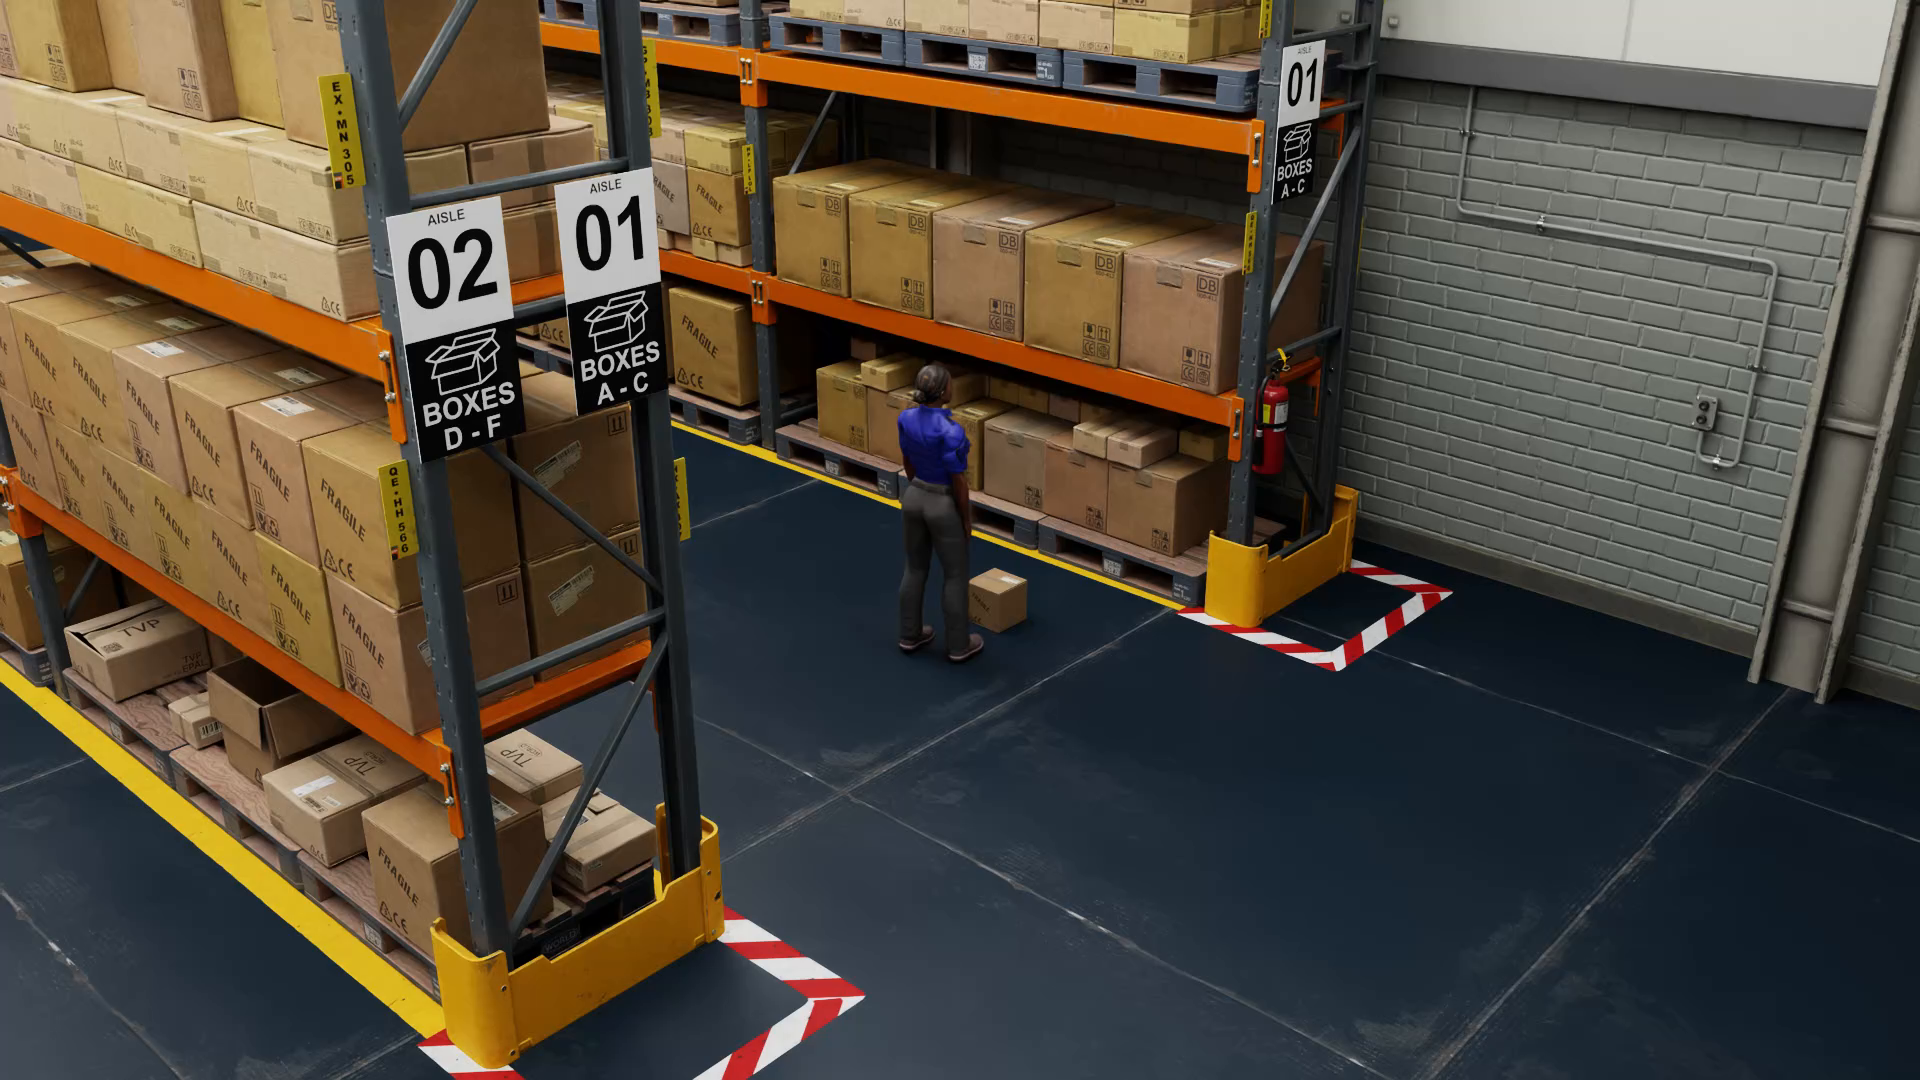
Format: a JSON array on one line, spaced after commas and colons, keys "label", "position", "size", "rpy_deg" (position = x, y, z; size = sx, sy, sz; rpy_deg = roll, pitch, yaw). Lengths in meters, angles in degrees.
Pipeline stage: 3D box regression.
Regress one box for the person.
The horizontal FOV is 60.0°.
[{"label": "person", "position": [-0.106, -0.158, 8.931], "size": [0.440, 1.663, 0.360], "rpy_deg": [17, 29, 33]}]
